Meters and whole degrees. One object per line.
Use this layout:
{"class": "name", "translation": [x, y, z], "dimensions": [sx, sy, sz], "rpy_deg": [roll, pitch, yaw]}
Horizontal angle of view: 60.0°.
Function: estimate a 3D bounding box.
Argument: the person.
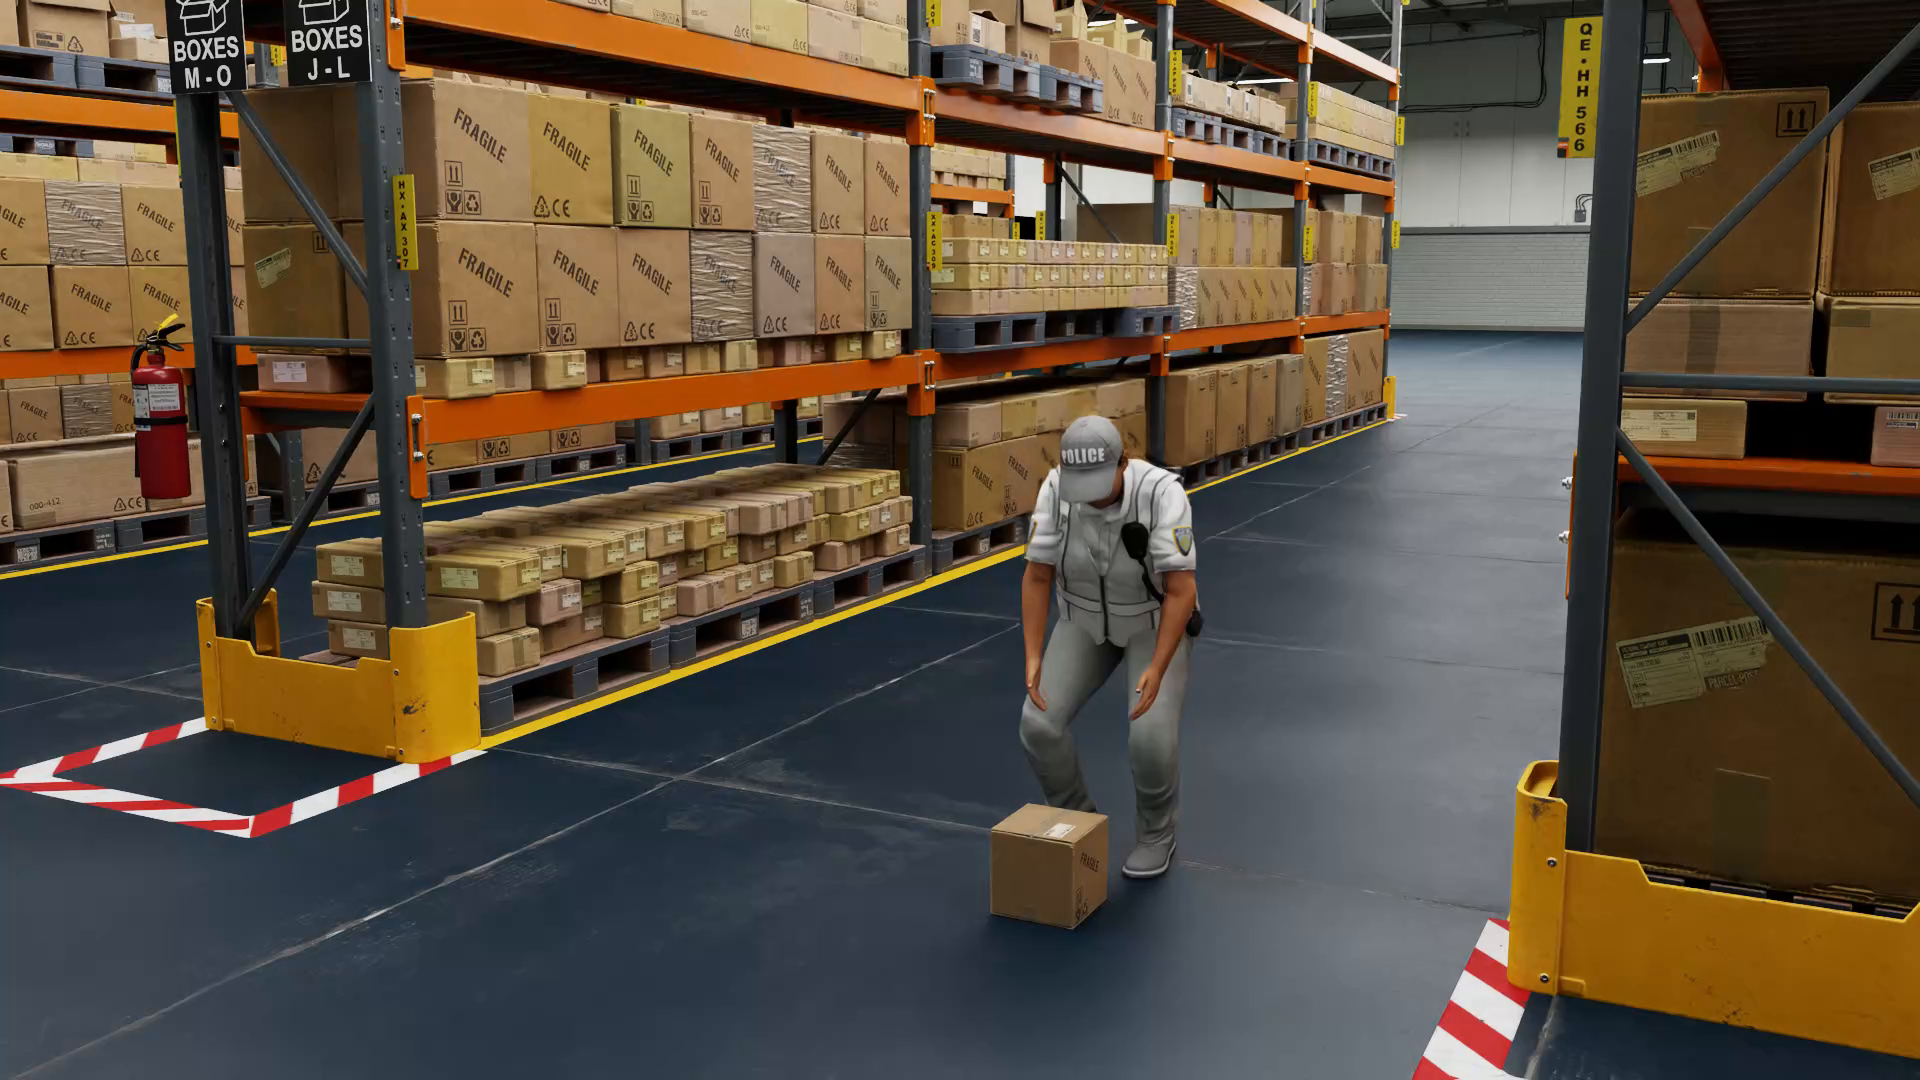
{"class": "person", "translation": [0.466, 0.303, 4.921], "dimensions": [0.534, 1.379, 0.728], "rpy_deg": [5, 10, 26]}
